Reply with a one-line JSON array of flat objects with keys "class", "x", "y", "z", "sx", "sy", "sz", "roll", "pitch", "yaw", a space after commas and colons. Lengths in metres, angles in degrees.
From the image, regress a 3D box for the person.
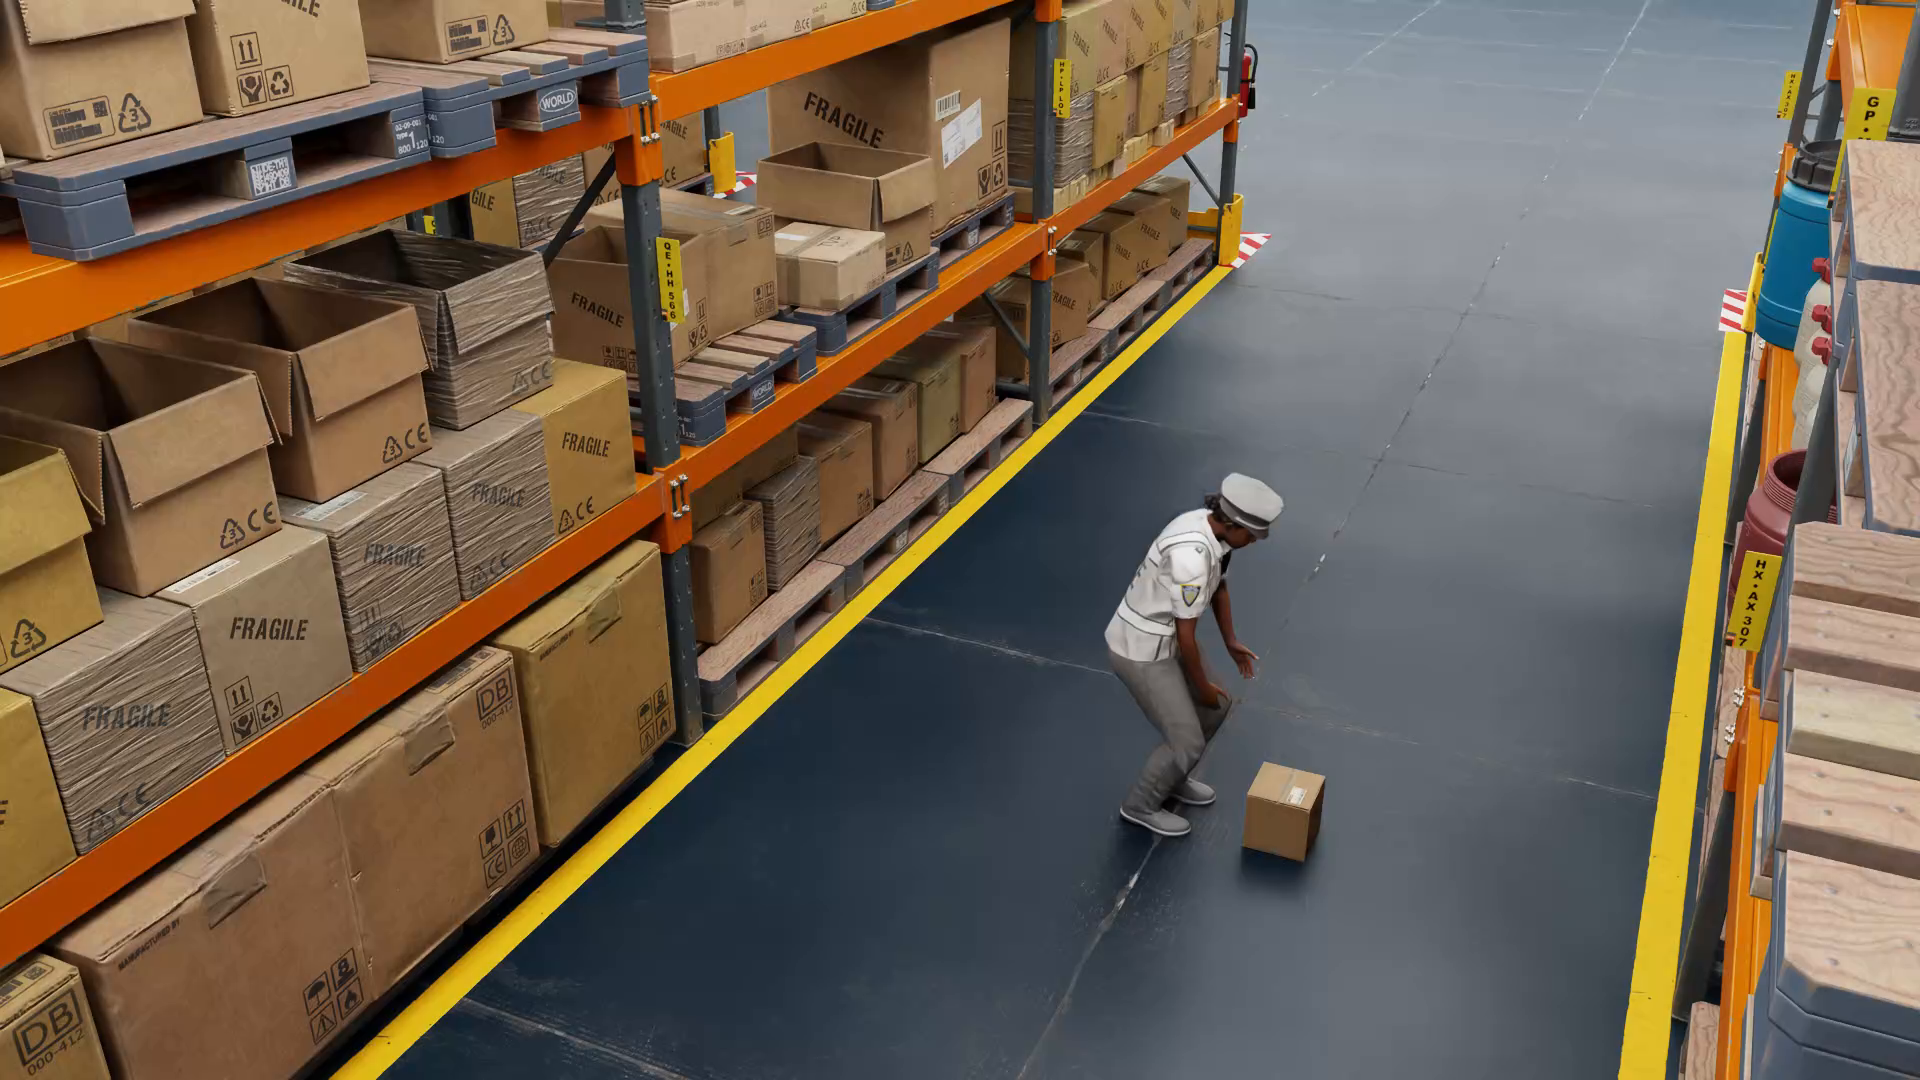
[{"class": "person", "x": 0.890, "y": 0.427, "z": 6.463, "sx": 0.628, "sy": 1.487, "sz": 0.490, "roll": 12, "pitch": 29, "yaw": 22}]
